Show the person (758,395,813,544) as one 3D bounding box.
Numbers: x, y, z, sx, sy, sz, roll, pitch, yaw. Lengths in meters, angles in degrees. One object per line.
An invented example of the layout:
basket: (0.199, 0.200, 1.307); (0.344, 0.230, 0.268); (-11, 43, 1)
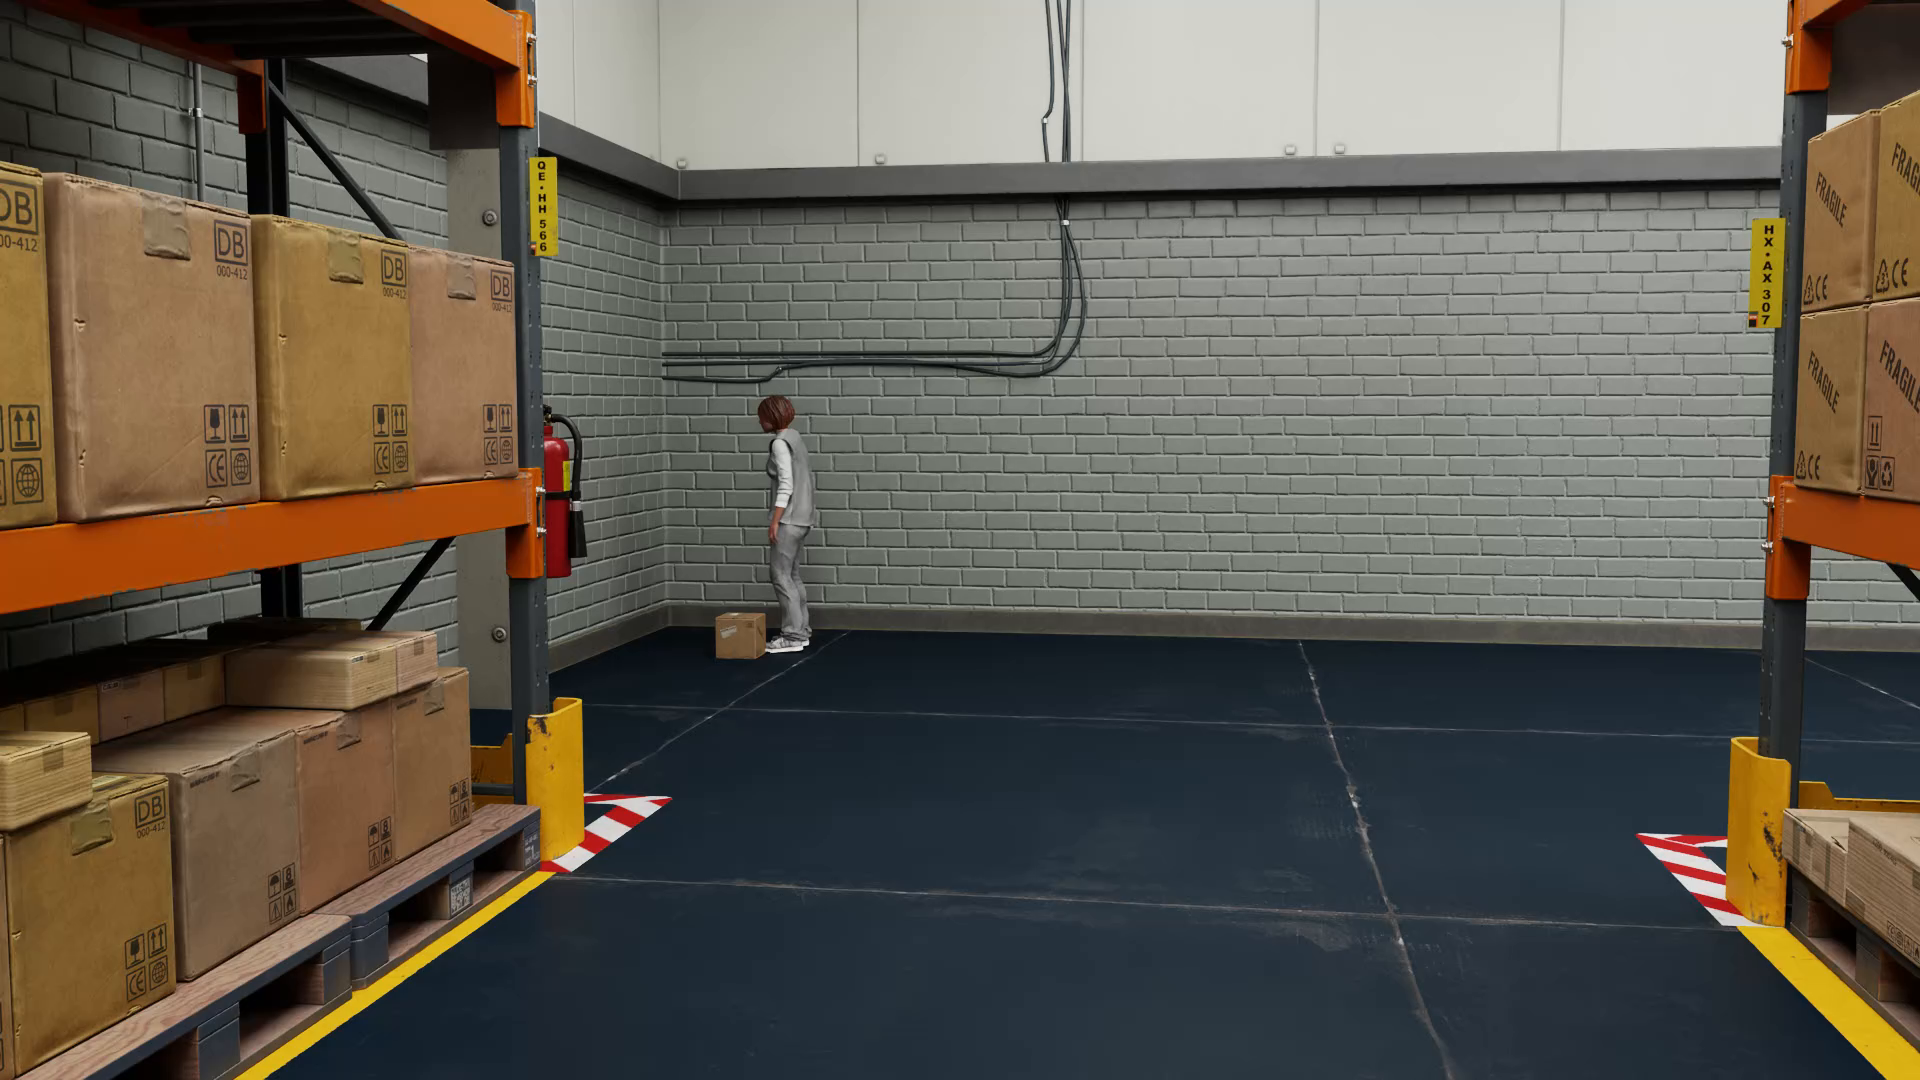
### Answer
person: (-1.085, -0.442, 10.324); (0.324, 0.910, 0.467); (0, 5, 6)
